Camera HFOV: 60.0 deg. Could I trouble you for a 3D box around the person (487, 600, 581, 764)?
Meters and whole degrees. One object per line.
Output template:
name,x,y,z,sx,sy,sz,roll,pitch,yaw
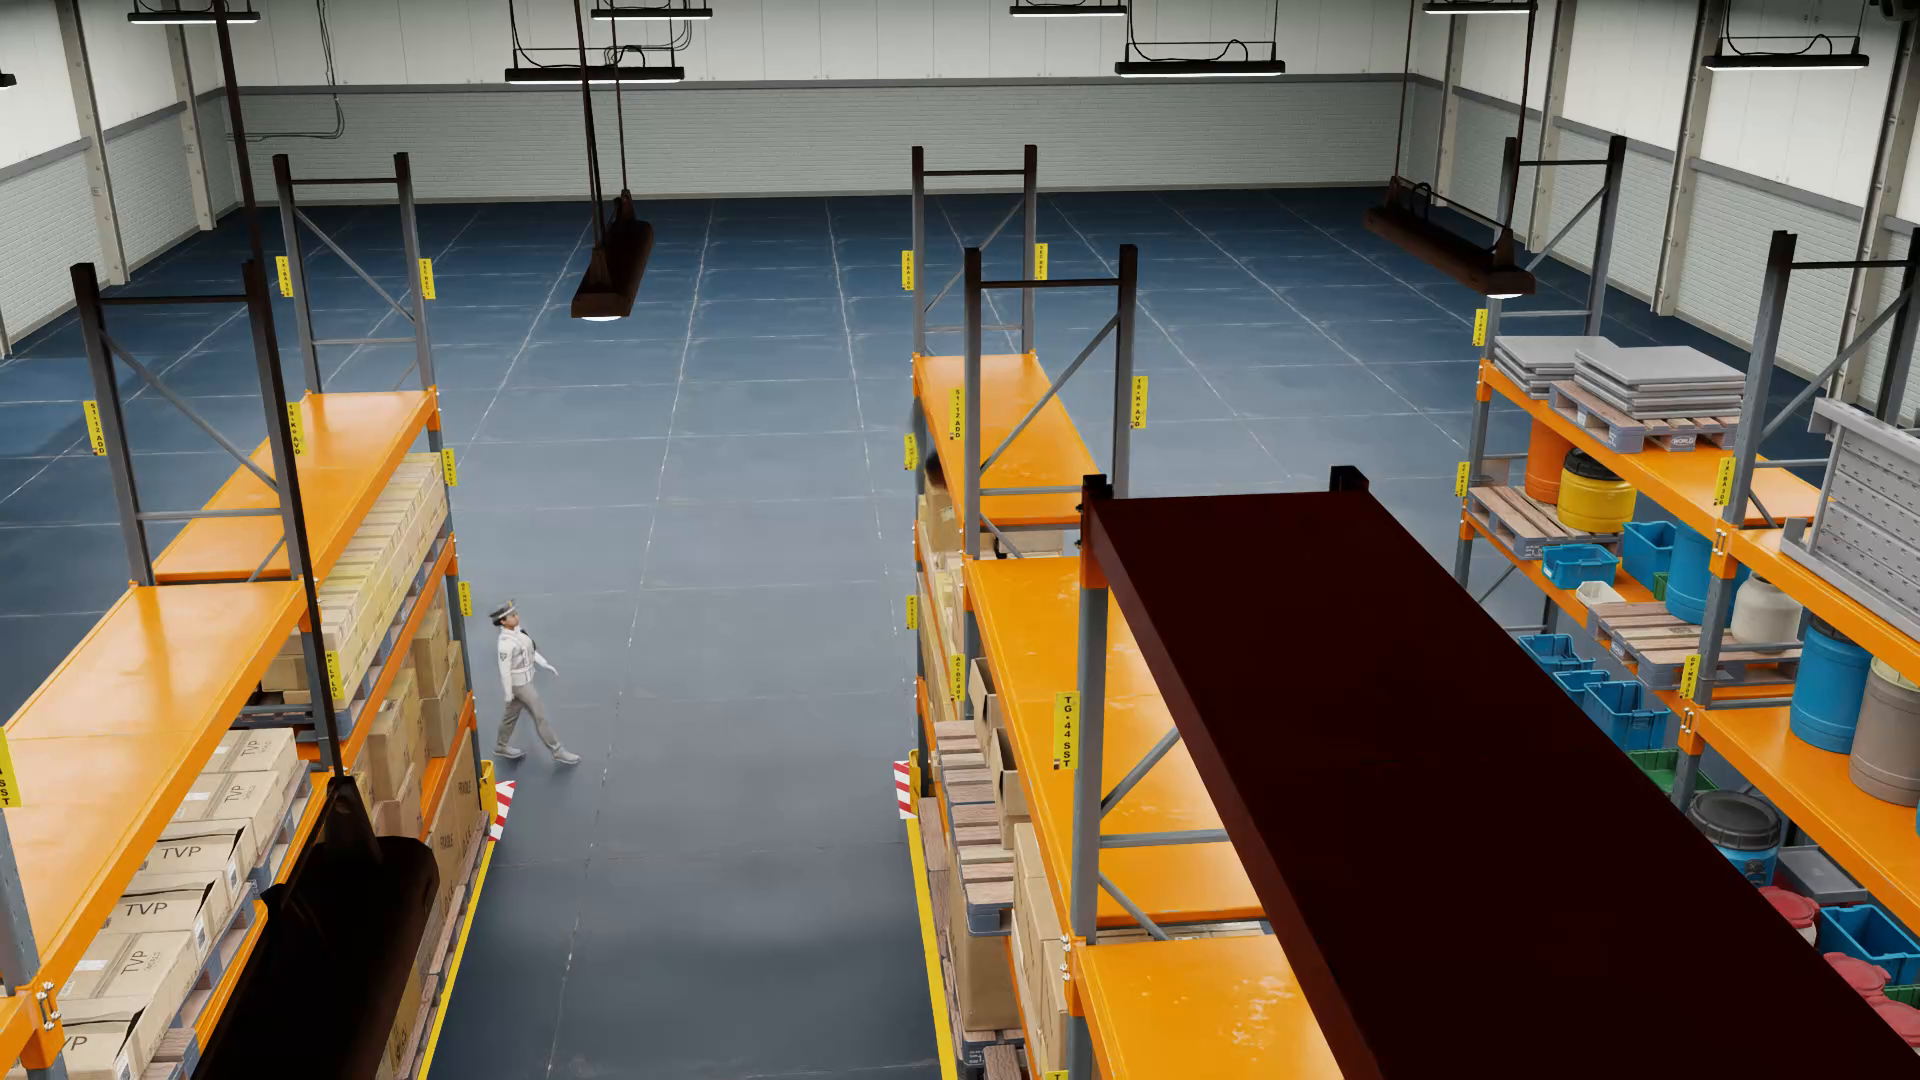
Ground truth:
person,-4.132,1.342,15.966,0.855,1.655,0.525,-3,22,-8
